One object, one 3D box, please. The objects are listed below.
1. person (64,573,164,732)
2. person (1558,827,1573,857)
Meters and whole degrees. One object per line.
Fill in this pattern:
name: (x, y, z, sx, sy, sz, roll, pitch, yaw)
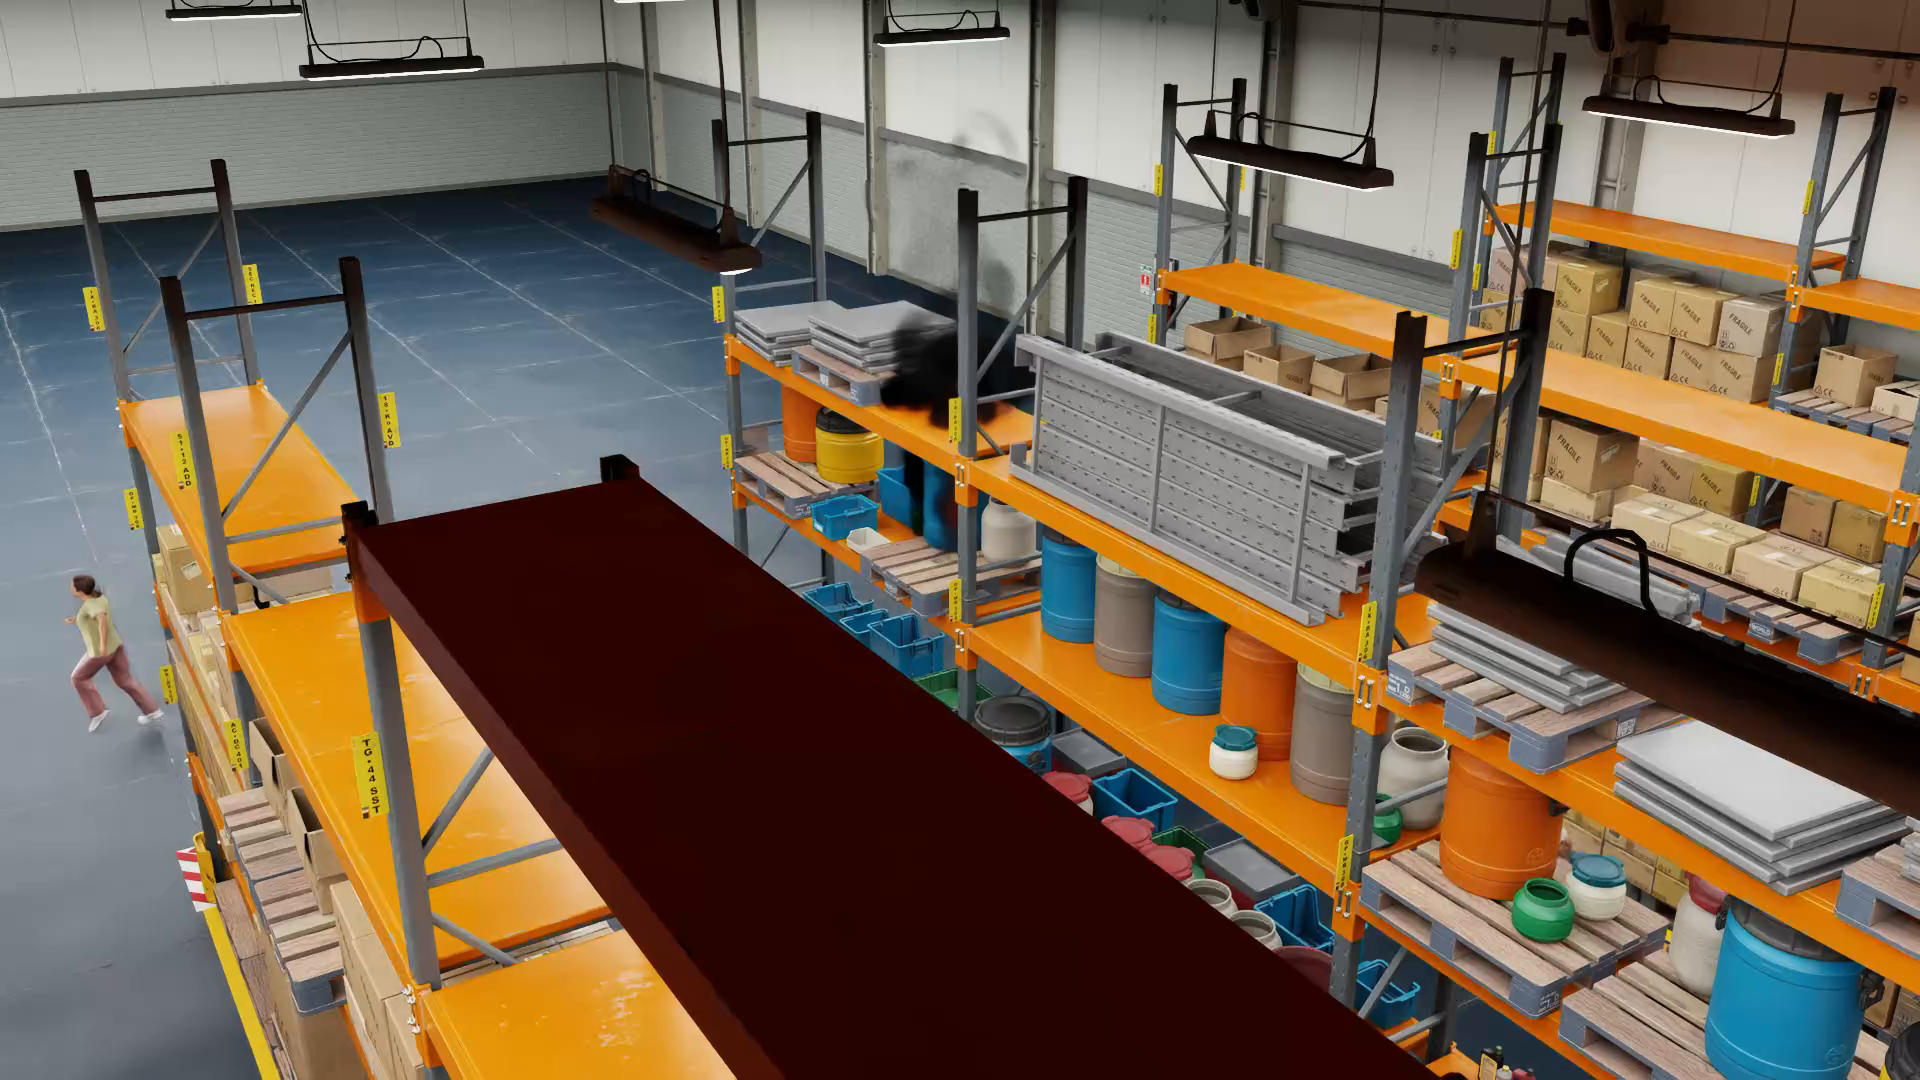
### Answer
person: (-8.359, 1.127, 16.371, 0.819, 1.693, 0.599, 0, 22, -1)
person: (4.243, 2.585, 12.583, 0.554, 1.646, 0.911, -17, 27, -36)
